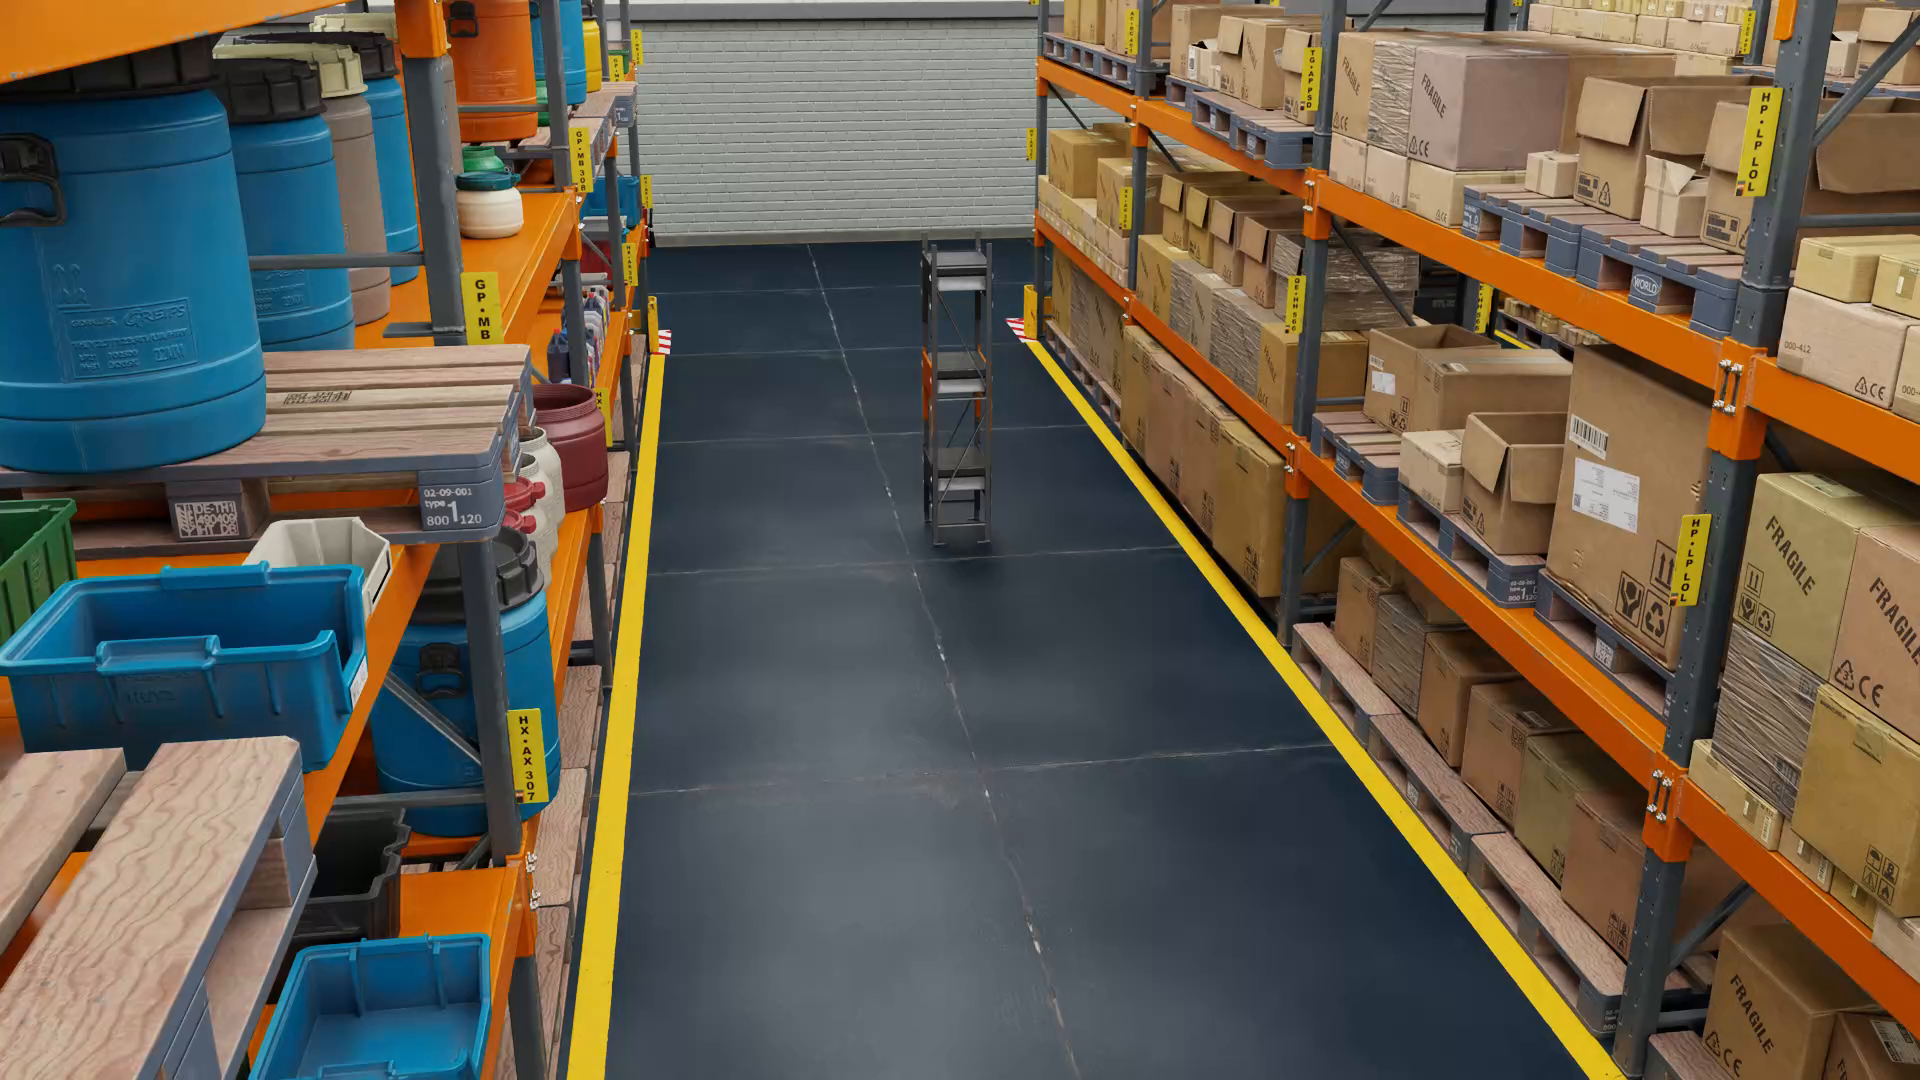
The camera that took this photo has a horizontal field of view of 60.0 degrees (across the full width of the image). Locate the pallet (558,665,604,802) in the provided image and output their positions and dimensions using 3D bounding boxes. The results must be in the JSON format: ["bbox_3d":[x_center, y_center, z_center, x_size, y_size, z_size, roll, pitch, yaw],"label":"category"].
[{"bbox_3d":[-2.404,1.024,8.672,1.003,0.211,1.213,-3,21,-8],"label":"pallet"}]

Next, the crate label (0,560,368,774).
[{"bbox_3d":[-1.267,0.218,2.772,0.502,0.251,0.408,-3,21,-8],"label":"crate label"}]

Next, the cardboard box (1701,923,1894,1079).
[{"bbox_3d":[3.019,1.698,5.856,0.500,0.500,0.500,-4,21,-9],"label":"cardboard box"}]

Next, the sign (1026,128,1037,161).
[{"bbox_3d":[0.721,-3.988,16.757,0.100,0.325,0.005,-3,21,-8],"label":"sign"}]

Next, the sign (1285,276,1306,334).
[{"bbox_3d":[1.875,-1.315,9.295,0.100,0.325,0.005,-3,21,-8],"label":"sign"}]

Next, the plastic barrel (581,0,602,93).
[{"bbox_3d":[-2.721,-3.321,11.165,0.600,0.588,0.600,0,20,0],"label":"plastic barrel"}]

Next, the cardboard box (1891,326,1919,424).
[{"bbox_3d":[2.893,-0.400,4.428,0.500,0.250,0.500,-3,21,-8],"label":"cardboard box"}]

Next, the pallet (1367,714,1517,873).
[{"bbox_3d":[2.708,1.197,8.211,1.003,0.211,1.213,-3,21,-8],"label":"pallet"}]

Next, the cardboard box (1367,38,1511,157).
[{"bbox_3d":[2.307,-2.137,8.005,0.500,0.500,0.500,-3,21,-7],"label":"cardboard box"}]

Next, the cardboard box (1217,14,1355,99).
[{"bbox_3d":[2.109,-3.158,10.850,0.797,0.503,0.637,-3,21,-8],"label":"cardboard box"}]

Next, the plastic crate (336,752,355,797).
[{"bbox_3d":[-2.273,0.651,5.595,0.402,0.464,0.583,-3,21,-8],"label":"plastic crate"}]

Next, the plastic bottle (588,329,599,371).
[{"bbox_3d":[-2.420,-1.256,10.960,0.061,0.283,0.133,-3,21,-8],"label":"plastic bottle"}]

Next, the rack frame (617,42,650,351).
[{"bbox_3d":[-3.630,-3.322,16.323,1.000,3.000,0.127,-3,21,-8],"label":"rack frame"}]

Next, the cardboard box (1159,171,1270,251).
[{"bbox_3d":[1.948,-2.483,12.500,0.797,0.503,0.637,-3,21,-9],"label":"cardboard box"}]

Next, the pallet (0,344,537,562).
[{"bbox_3d":[-1.700,-0.239,4.052,1.213,0.211,1.003,-3,21,-8],"label":"pallet"}]

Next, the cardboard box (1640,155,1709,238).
[{"bbox_3d":[2.766,-1.276,6.151,0.396,0.266,0.258,-2,21,-6],"label":"cardboard box"}]

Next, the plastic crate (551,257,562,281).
[{"bbox_3d":[-3.481,-2.210,13.654,0.437,0.125,0.590,-3,21,-8],"label":"plastic crate"}]

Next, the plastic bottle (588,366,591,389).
[{"bbox_3d":[-2.328,-0.986,10.252,0.097,0.271,0.097,0,20,0],"label":"plastic bottle"}]

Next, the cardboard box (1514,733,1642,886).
[{"bbox_3d":[2.883,1.168,7.245,0.700,0.500,0.500,-3,21,-8],"label":"cardboard box"}]

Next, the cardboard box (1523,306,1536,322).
[{"bbox_3d":[6.071,-2.364,17.233,0.380,0.149,0.250,-3,21,-8],"label":"cardboard box"}]

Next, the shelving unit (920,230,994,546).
[{"bbox_3d":[-0.024,-1.041,11.502,0.431,2.100,0.503,-3,21,-8],"label":"shelving unit"}]

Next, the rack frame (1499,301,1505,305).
[{"bbox_3d":[6.194,-3.787,17.568,1.000,3.000,0.127,-3,21,-8],"label":"rack frame"}]

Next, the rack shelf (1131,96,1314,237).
[{"bbox_3d":[2.136,-2.563,11.031,1.077,0.370,4.000,-3,21,-8],"label":"rack shelf"}]

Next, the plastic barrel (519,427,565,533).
[{"bbox_3d":[-2.117,-0.259,7.963,0.421,0.512,0.421,0,20,0],"label":"plastic barrel"}]

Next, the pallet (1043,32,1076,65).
[{"bbox_3d":[1.388,-4.679,15.796,1.003,0.211,1.213,-3,21,-8],"label":"pallet"}]

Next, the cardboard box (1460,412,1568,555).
[{"bbox_3d":[2.659,-0.258,7.371,0.797,0.503,0.637,-1,20,-2],"label":"cardboard box"}]

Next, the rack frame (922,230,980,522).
[{"bbox_3d":[-0.059,-1.125,11.728,0.400,2.100,0.015,-3,21,-8],"label":"rack frame"}]

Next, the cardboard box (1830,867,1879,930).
[{"bbox_3d":[2.866,1.049,4.980,0.380,0.149,0.250,-3,21,-8],"label":"cardboard box"}]

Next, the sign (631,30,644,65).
[{"bbox_3d":[-3.088,-4.711,15.906,0.100,0.325,0.005,-3,21,-8],"label":"sign"}]

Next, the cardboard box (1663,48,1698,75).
[{"bbox_3d":[6.372,-4.067,14.244,0.500,0.250,0.500,-3,21,-8],"label":"cardboard box"}]

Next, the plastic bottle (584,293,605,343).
[{"bbox_3d":[-2.571,-1.548,11.645,0.144,0.351,0.185,-3,21,-8],"label":"plastic bottle"}]

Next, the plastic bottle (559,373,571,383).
[{"bbox_3d":[-2.336,-0.857,9.906,0.097,0.271,0.097,0,20,0],"label":"plastic bottle"}]

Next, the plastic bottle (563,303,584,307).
[{"bbox_3d":[-2.740,-1.605,11.796,0.144,0.351,0.185,-3,21,-8],"label":"plastic bottle"}]

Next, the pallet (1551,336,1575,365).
[{"bbox_3d":[6.459,-1.750,16.099,1.003,0.211,1.213,-3,21,-8],"label":"pallet"}]

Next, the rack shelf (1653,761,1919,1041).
[{"bbox_3d":[3.289,1.613,4.140,1.077,0.370,4.000,-3,21,-8],"label":"rack shelf"}]

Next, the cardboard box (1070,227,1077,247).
[{"bbox_3d":[1.219,-2.782,15.237,0.380,0.149,0.250,-3,21,-9],"label":"cardboard box"}]

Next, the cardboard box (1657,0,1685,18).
[{"bbox_3d":[6.296,-4.613,14.423,0.380,0.149,0.250,-4,21,-10],"label":"cardboard box"}]

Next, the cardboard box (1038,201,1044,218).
[{"bbox_3d":[0.996,-3.314,16.662,0.380,0.149,0.250,-3,21,-7],"label":"cardboard box"}]

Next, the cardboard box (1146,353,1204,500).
[{"bbox_3d":[2.089,-0.858,12.163,1.225,0.875,0.875,-4,21,-10],"label":"cardboard box"}]

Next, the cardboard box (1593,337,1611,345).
[{"bbox_3d":[6.256,-1.834,15.813,0.380,0.149,0.250,-3,21,-7],"label":"cardboard box"}]

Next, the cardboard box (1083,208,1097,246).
[{"bbox_3d":[1.373,-2.751,14.585,0.500,0.250,0.500,-2,21,-7],"label":"cardboard box"}]

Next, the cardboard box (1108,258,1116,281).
[{"bbox_3d":[1.442,-2.247,13.805,0.380,0.149,0.250,-3,21,-7],"label":"cardboard box"}]

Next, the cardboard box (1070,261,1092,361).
[{"bbox_3d":[1.574,-2.240,15.864,0.875,0.875,0.875,-3,21,-8],"label":"cardboard box"}]

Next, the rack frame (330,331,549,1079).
[{"bbox_3d":[-1.900,0.833,5.199,1.000,3.000,0.127,-3,21,-8],"label":"rack frame"}]

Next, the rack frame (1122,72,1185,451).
[{"bbox_3d":[1.848,-2.187,13.284,1.000,3.000,0.127,-3,21,-8],"label":"rack frame"}]

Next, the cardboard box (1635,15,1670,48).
[{"bbox_3d":[6.309,-4.479,14.634,0.500,0.250,0.500,-2,21,-6],"label":"cardboard box"}]

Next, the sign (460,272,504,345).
[{"bbox_3d":[-1.354,-0.600,4.737,0.100,0.325,0.005,-3,21,-8],"label":"sign"}]

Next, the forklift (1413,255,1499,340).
[{"bbox_3d":[4.085,-2.554,14.366,1.130,2.935,3.031,-3,21,-8],"label":"forklift"}]

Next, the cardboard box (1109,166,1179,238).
[{"bbox_3d":[1.517,-2.753,13.517,0.500,0.500,0.500,-2,21,-6],"label":"cardboard box"}]

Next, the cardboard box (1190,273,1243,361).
[{"bbox_3d":[1.891,-1.536,11.398,0.500,0.500,0.500,-3,21,-7],"label":"cardboard box"}]

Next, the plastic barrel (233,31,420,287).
[{"bbox_3d":[-2.377,-1.425,6.241,0.600,0.901,0.708,-3,21,-8],"label":"plastic barrel"}]

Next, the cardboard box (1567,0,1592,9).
[{"bbox_3d":[6.035,-5.148,15.856,0.380,0.149,0.250,-3,21,-7],"label":"cardboard box"}]

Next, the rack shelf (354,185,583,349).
[{"bbox_3d":[-2.189,-0.928,6.654,1.077,0.370,4.000,-3,21,-8],"label":"rack shelf"}]

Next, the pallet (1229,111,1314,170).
[{"bbox_3d":[2.279,-2.339,9.674,1.213,0.211,1.003,-2,21,-5],"label":"pallet"}]
